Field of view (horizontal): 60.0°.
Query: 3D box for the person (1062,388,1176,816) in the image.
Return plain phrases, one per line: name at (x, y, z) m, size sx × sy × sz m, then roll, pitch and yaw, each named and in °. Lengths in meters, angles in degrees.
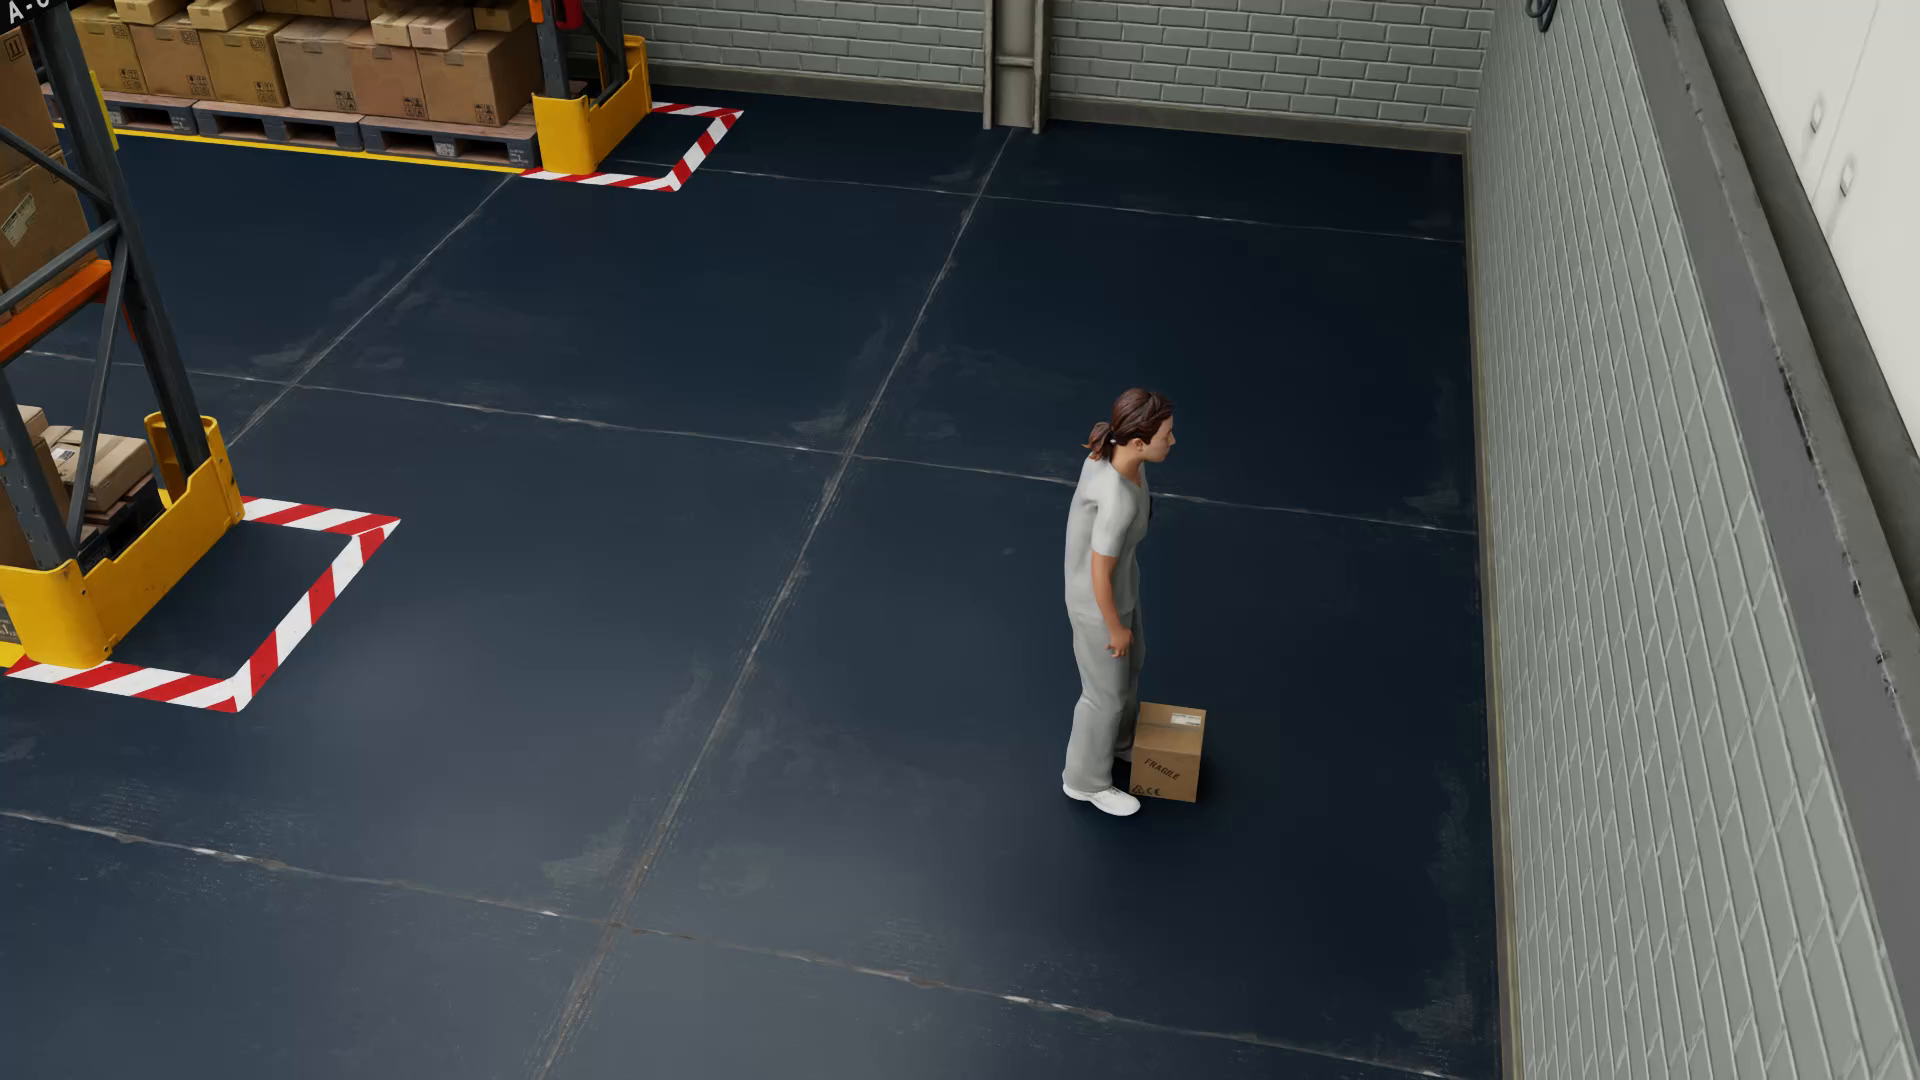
person at (0.568, 0.203, 5.878) m, size 0.407 × 1.673 × 0.508 m, roll 6°, pitch 37°, yaw 8°
